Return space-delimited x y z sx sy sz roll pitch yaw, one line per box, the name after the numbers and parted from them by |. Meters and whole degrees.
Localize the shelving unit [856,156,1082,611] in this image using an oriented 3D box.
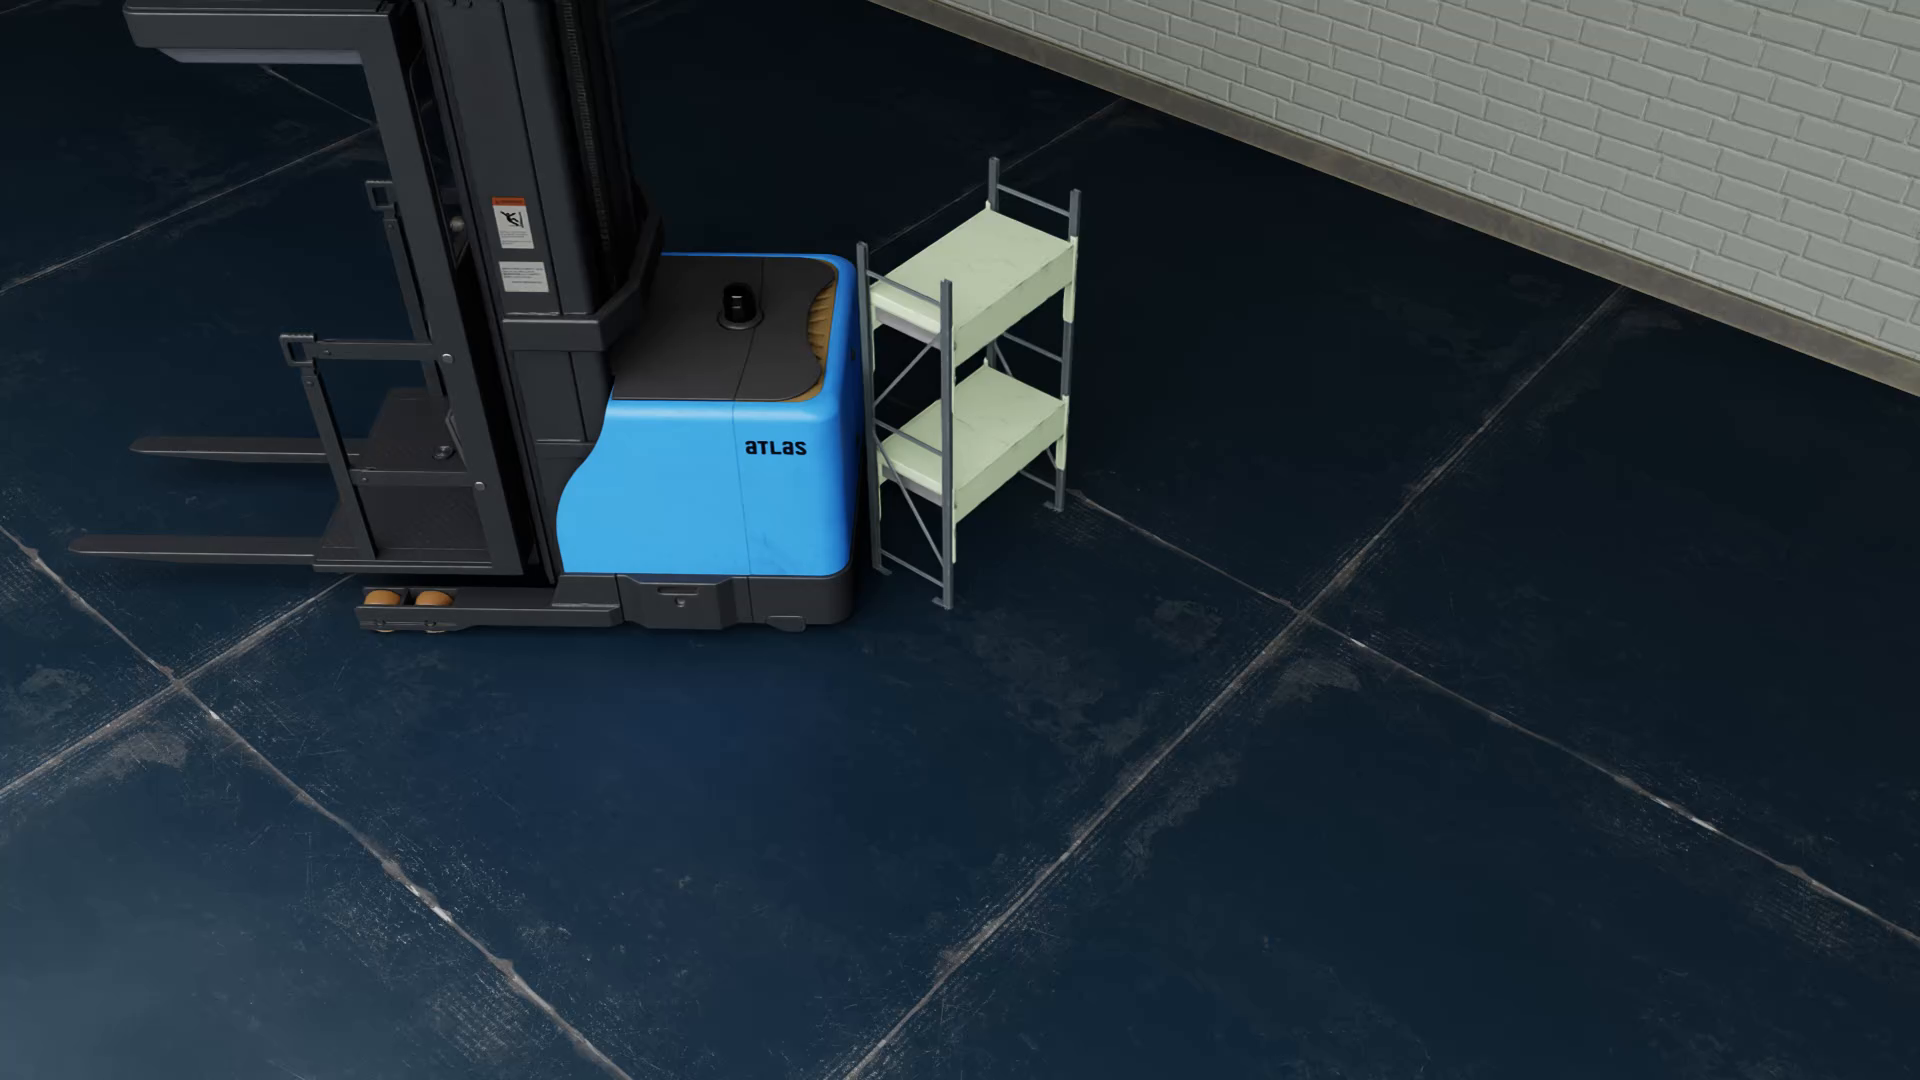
0.039 -0.563 6.254 0.431 1.500 0.755 28 49 27 | shelving unit

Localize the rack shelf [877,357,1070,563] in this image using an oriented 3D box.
0.039 -0.321 6.473 0.431 0.370 0.720 28 49 27 | rack shelf

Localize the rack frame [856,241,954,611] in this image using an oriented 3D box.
-0.188 -0.370 6.042 0.400 1.500 0.023 28 49 27 | rack frame

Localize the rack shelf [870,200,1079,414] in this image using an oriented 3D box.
0.039 -0.851 5.991 0.431 0.370 0.720 28 49 27 | rack shelf

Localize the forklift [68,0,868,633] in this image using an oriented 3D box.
-1.906 -1.085 5.765 3.031 2.935 1.130 1 42 1 | forklift

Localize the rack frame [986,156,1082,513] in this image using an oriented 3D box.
0.267 -0.755 6.466 0.400 1.500 0.023 28 49 27 | rack frame
